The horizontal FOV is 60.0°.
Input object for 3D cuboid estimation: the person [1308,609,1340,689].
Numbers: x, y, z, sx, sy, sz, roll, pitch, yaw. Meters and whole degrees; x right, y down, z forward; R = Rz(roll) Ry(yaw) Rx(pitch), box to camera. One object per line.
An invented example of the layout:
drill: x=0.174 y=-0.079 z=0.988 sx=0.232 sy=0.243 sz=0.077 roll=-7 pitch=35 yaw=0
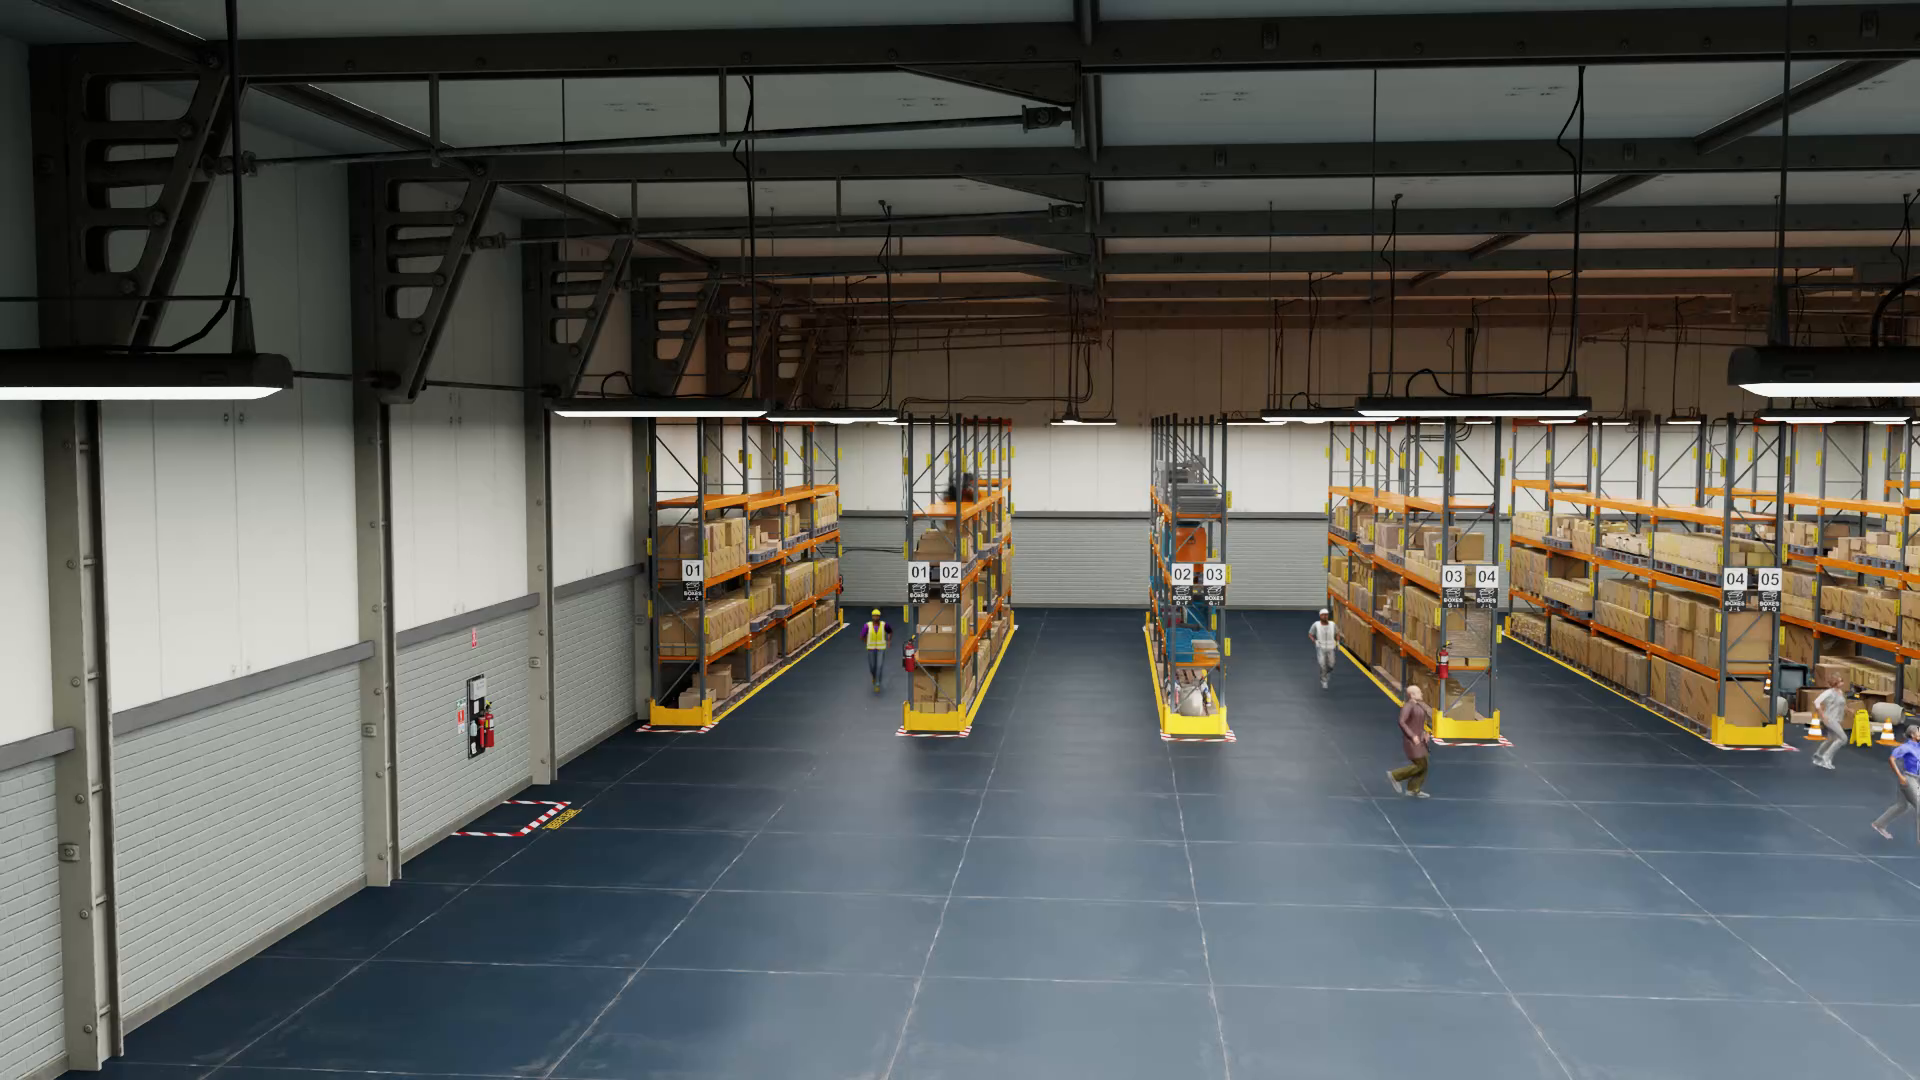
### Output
person: x=8.029 y=2.385 z=36.668 sx=0.710 sy=1.735 sz=0.634 roll=0 pitch=4 yaw=3

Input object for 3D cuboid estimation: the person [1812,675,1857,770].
person: x=14.663 y=3.053 z=27.889 sx=0.534 sy=1.583 sz=0.645 roll=-4 pitch=5 yaw=-44

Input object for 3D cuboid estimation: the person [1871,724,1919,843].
person: x=13.016 y=3.364 z=22.821 sx=0.833 sy=1.677 sz=0.574 roll=3 pitch=5 yaw=35

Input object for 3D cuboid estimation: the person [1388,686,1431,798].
person: x=6.977 y=3.162 z=25.789 sx=0.630 sy=1.662 sz=0.703 roll=2 pitch=4 yaw=30

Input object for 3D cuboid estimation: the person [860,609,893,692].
person: x=-1.826 y=2.391 z=36.294 sx=0.700 sy=1.762 sz=0.956 roll=0 pitch=4 yaw=0
